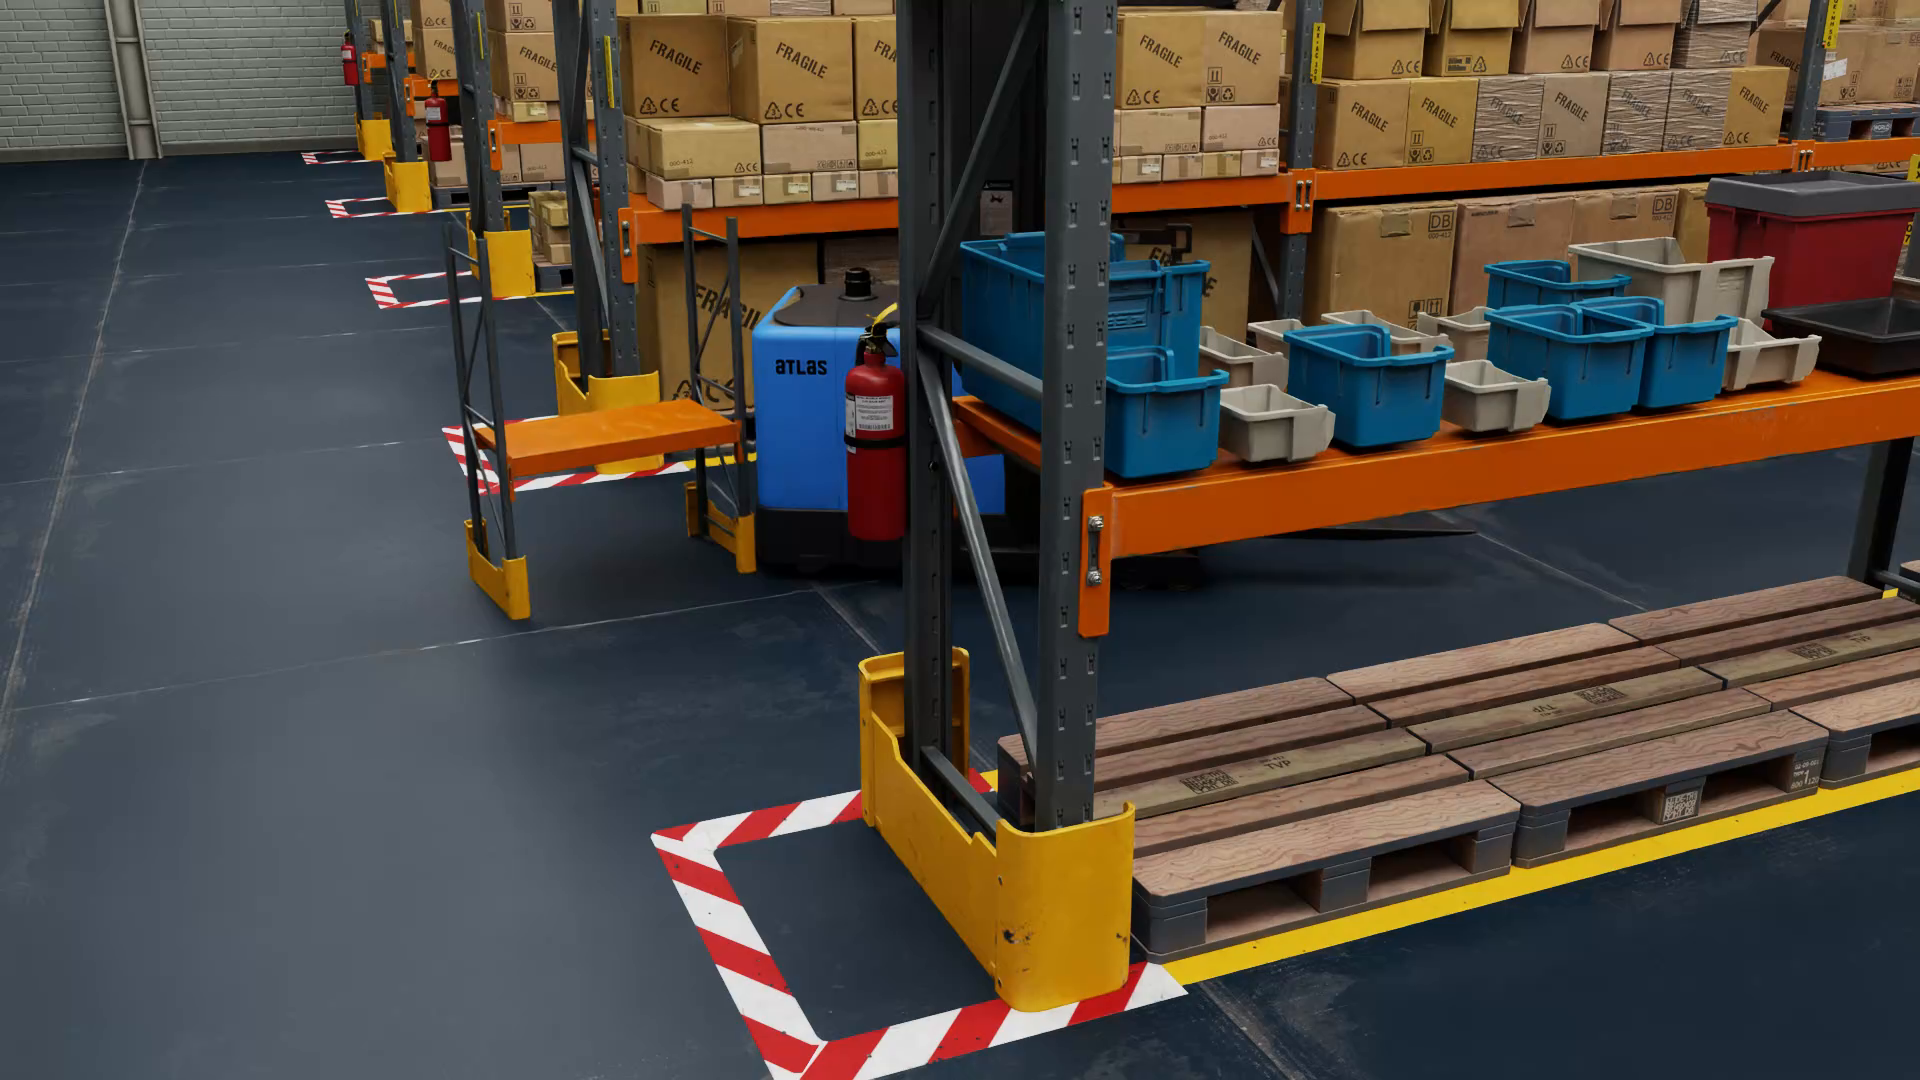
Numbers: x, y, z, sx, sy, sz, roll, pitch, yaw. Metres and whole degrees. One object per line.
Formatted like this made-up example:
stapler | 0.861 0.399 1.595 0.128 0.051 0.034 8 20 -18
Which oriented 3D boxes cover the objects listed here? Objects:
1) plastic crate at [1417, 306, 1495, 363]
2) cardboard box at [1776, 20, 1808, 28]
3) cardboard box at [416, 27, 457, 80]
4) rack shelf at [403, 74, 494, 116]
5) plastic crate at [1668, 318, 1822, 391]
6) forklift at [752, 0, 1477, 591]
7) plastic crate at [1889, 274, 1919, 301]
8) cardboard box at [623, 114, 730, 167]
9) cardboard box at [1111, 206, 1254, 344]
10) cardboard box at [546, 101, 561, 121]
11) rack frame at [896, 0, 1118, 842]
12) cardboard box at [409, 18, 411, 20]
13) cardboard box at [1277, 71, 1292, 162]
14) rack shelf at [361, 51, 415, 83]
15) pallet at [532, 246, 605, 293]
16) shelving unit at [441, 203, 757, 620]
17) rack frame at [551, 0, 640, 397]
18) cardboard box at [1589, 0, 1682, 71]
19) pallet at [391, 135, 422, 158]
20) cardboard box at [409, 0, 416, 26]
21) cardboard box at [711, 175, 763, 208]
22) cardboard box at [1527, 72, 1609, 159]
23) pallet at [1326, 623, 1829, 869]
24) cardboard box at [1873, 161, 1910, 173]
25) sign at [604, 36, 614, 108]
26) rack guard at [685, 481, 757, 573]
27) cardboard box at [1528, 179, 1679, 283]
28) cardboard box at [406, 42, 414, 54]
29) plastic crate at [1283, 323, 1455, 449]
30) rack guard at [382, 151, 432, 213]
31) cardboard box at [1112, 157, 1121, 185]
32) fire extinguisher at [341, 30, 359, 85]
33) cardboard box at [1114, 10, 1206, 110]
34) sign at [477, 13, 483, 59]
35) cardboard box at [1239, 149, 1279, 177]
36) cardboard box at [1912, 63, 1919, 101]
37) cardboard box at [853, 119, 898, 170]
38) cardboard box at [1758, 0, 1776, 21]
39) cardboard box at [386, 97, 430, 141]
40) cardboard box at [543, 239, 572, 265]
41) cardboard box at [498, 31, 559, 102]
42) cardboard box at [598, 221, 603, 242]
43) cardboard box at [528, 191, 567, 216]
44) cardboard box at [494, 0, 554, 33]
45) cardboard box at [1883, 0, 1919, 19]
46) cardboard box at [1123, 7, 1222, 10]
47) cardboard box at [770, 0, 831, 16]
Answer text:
plastic crate | 1.543 -0.622 5.078 0.250 0.136 0.298 -8 21 -22
cardboard box | 8.641 -5.285 17.790 0.550 0.550 0.875 -8 21 -22
cardboard box | -5.249 -4.988 17.021 0.500 0.500 0.500 -8 21 -22
rack shelf | -3.967 -4.889 17.974 4.000 0.370 1.077 -8 21 -22
plastic crate | 2.277 -0.542 4.852 0.466 0.136 0.293 -8 21 -22
forklift | 0.676 -1.354 6.955 3.031 2.935 1.130 1 19 4
plastic crate | 3.272 -0.845 5.713 0.243 0.136 0.396 -8 21 -22
cardboard box | -1.538 -2.157 8.911 0.500 0.250 0.500 -9 21 -23
cardboard box | 1.157 -1.603 10.125 0.875 0.875 0.875 -8 21 -22
cardboard box | -3.106 -3.339 12.868 0.250 0.149 0.380 -7 21 -20
rack frame | 0.084 -0.433 4.235 0.127 3.000 1.000 -8 21 -22
cardboard box | -6.982 -6.757 21.974 0.500 0.250 0.500 -8 21 -22
cardboard box | 2.116 -2.661 10.414 0.500 0.500 0.500 -8 21 -22
rack shelf | -5.937 -6.402 22.272 4.000 0.370 1.077 -8 21 -22
pallet | -2.920 -2.260 13.622 1.213 0.211 1.003 -8 21 -22
shelving unit | -1.480 -0.566 6.870 1.083 1.500 0.587 -12 23 -30
rack frame | -1.878 -1.943 8.524 0.127 3.000 1.000 -8 21 -22
cardboard box | 4.190 -3.340 10.830 0.637 0.503 0.797 -8 21 -21
pallet | -6.972 -5.278 22.195 1.213 0.211 1.003 -8 21 -22
cardboard box | -5.455 -5.620 17.311 0.500 0.500 0.500 -7 21 -20
cardboard box | -1.187 -1.805 8.510 0.250 0.149 0.380 -8 21 -23
cardboard box | 3.709 -2.703 10.530 0.500 0.500 0.500 -8 21 -21
pallet | 1.975 0.627 5.425 1.213 0.211 1.003 -8 21 -22
cardboard box | 10.345 -4.660 18.808 0.875 0.875 0.875 -8 21 -22
sign | -1.664 -2.219 7.885 0.005 0.325 0.100 -8 21 -22
rack guard | -1.058 -0.064 7.328 0.087 0.250 0.587 -12 23 -30
cardboard box | 4.004 -1.992 11.230 0.875 0.875 1.225 -8 21 -22
cardboard box | -7.147 -6.367 21.467 0.250 0.149 0.380 -8 21 -21
plastic crate | 1.045 -0.401 4.306 0.300 0.233 0.416 -8 21 -22
rack guard | -5.826 -3.783 17.514 0.348 0.500 1.175 -8 21 -22
cardboard box | 0.700 -2.075 9.278 0.250 0.149 0.380 -8 21 -21
fire extinguisher | -7.725 -6.106 21.025 0.183 0.674 0.296 -8 21 -22
cardboard box | 1.017 -2.686 9.283 0.500 0.500 0.500 -8 21 -21
sign | -3.535 -3.712 12.244 0.005 0.325 0.100 -8 21 -22
cardboard box | 1.644 -2.211 9.663 0.250 0.149 0.380 -8 21 -22
cardboard box | 7.097 -3.273 11.896 0.500 0.250 0.500 -9 21 -23
cardboard box | -0.393 -2.129 8.830 0.500 0.250 0.500 -9 21 -24
cardboard box | 8.080 -5.774 17.551 0.550 0.550 0.875 -8 21 -22
cardboard box | -7.174 -5.551 21.896 0.637 0.503 0.797 -9 21 -24
cardboard box | -3.142 -2.294 13.180 0.250 0.149 0.380 -8 21 -21
cardboard box | -3.229 -3.631 12.720 0.500 0.500 0.500 -7 21 -19
cardboard box | -2.894 -2.472 13.239 0.250 0.149 0.380 -8 21 -22
cardboard box | -3.364 -2.750 13.580 0.250 0.149 0.380 -8 21 -21
cardboard box | -3.233 -4.106 12.564 0.500 0.500 0.500 -8 21 -22
cardboard box | 10.117 -6.016 18.241 0.550 0.550 0.875 -8 21 -22
cardboard box | 1.253 -2.908 9.912 0.500 0.500 0.500 -8 21 -22
cardboard box | -1.350 -4.377 13.334 0.500 0.500 0.500 -8 21 -21
